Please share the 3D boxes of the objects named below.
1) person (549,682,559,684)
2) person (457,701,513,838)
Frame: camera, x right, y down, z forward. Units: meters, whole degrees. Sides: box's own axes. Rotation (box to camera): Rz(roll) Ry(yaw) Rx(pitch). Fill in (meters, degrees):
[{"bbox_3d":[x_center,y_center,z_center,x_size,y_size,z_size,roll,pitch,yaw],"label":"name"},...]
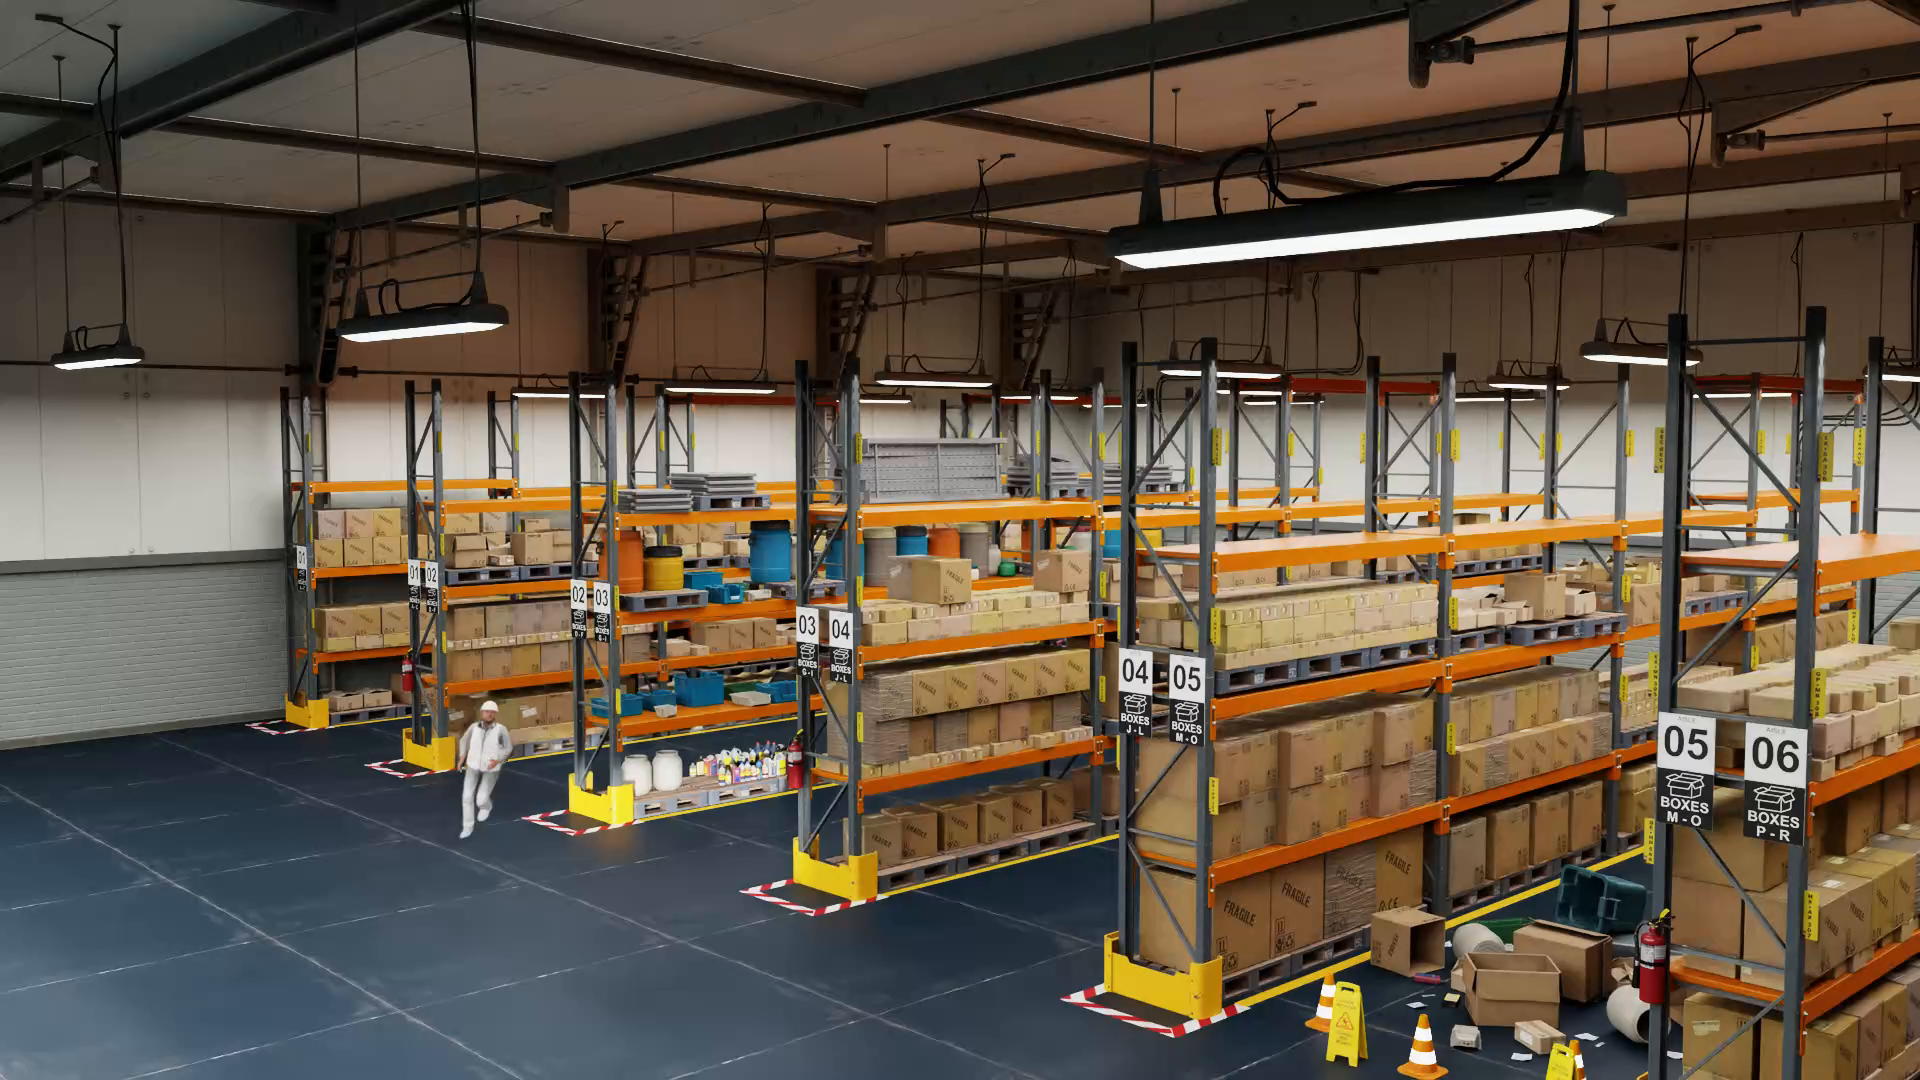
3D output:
[{"bbox_3d":[-7.137,2.458,29.355,0.822,1.769,0.670,-3,5,-38],"label":"person"},{"bbox_3d":[-6.149,2.937,21.542,0.695,1.727,0.743,0,4,-1],"label":"person"}]
